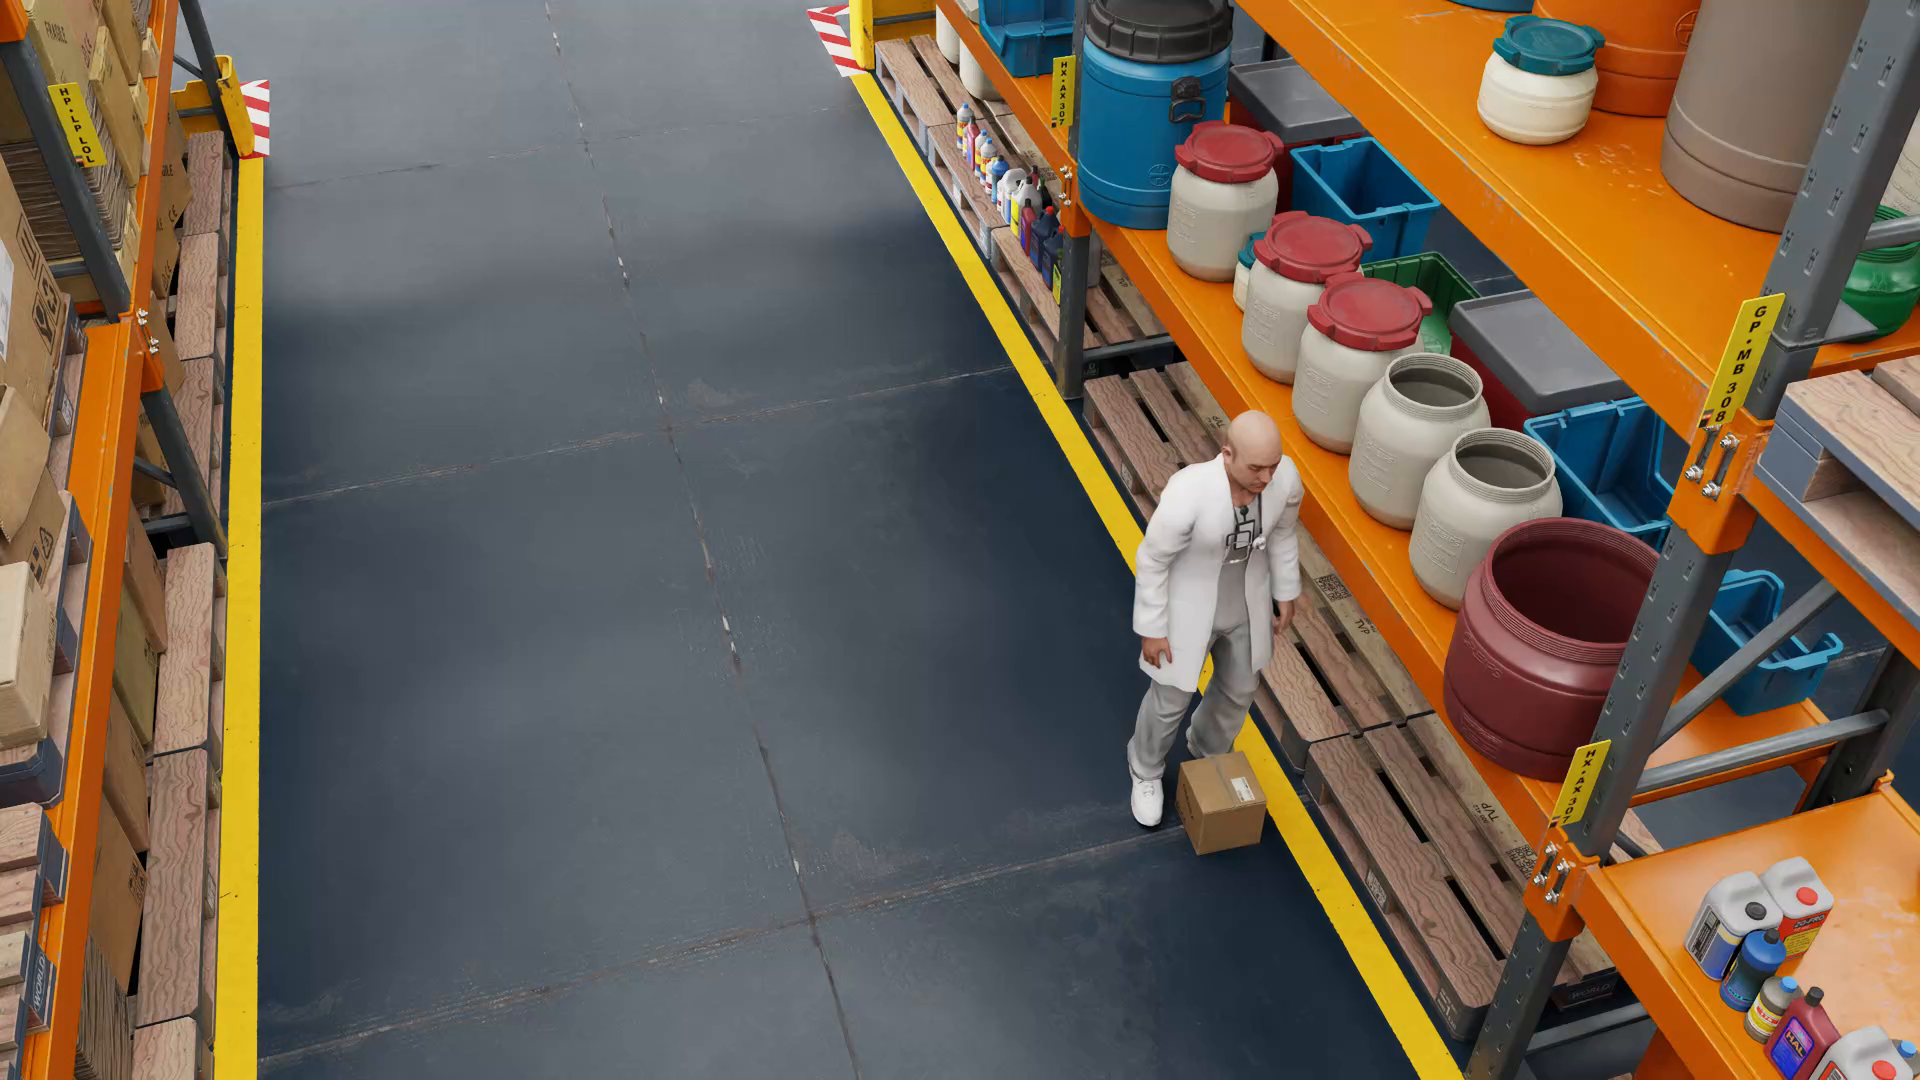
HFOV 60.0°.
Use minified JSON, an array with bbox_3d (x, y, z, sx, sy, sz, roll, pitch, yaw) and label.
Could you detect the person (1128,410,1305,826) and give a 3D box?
[{"bbox_3d":[0.908,0.251,5.889,0.654,1.774,0.421,-14,44,-15],"label":"person"}]
